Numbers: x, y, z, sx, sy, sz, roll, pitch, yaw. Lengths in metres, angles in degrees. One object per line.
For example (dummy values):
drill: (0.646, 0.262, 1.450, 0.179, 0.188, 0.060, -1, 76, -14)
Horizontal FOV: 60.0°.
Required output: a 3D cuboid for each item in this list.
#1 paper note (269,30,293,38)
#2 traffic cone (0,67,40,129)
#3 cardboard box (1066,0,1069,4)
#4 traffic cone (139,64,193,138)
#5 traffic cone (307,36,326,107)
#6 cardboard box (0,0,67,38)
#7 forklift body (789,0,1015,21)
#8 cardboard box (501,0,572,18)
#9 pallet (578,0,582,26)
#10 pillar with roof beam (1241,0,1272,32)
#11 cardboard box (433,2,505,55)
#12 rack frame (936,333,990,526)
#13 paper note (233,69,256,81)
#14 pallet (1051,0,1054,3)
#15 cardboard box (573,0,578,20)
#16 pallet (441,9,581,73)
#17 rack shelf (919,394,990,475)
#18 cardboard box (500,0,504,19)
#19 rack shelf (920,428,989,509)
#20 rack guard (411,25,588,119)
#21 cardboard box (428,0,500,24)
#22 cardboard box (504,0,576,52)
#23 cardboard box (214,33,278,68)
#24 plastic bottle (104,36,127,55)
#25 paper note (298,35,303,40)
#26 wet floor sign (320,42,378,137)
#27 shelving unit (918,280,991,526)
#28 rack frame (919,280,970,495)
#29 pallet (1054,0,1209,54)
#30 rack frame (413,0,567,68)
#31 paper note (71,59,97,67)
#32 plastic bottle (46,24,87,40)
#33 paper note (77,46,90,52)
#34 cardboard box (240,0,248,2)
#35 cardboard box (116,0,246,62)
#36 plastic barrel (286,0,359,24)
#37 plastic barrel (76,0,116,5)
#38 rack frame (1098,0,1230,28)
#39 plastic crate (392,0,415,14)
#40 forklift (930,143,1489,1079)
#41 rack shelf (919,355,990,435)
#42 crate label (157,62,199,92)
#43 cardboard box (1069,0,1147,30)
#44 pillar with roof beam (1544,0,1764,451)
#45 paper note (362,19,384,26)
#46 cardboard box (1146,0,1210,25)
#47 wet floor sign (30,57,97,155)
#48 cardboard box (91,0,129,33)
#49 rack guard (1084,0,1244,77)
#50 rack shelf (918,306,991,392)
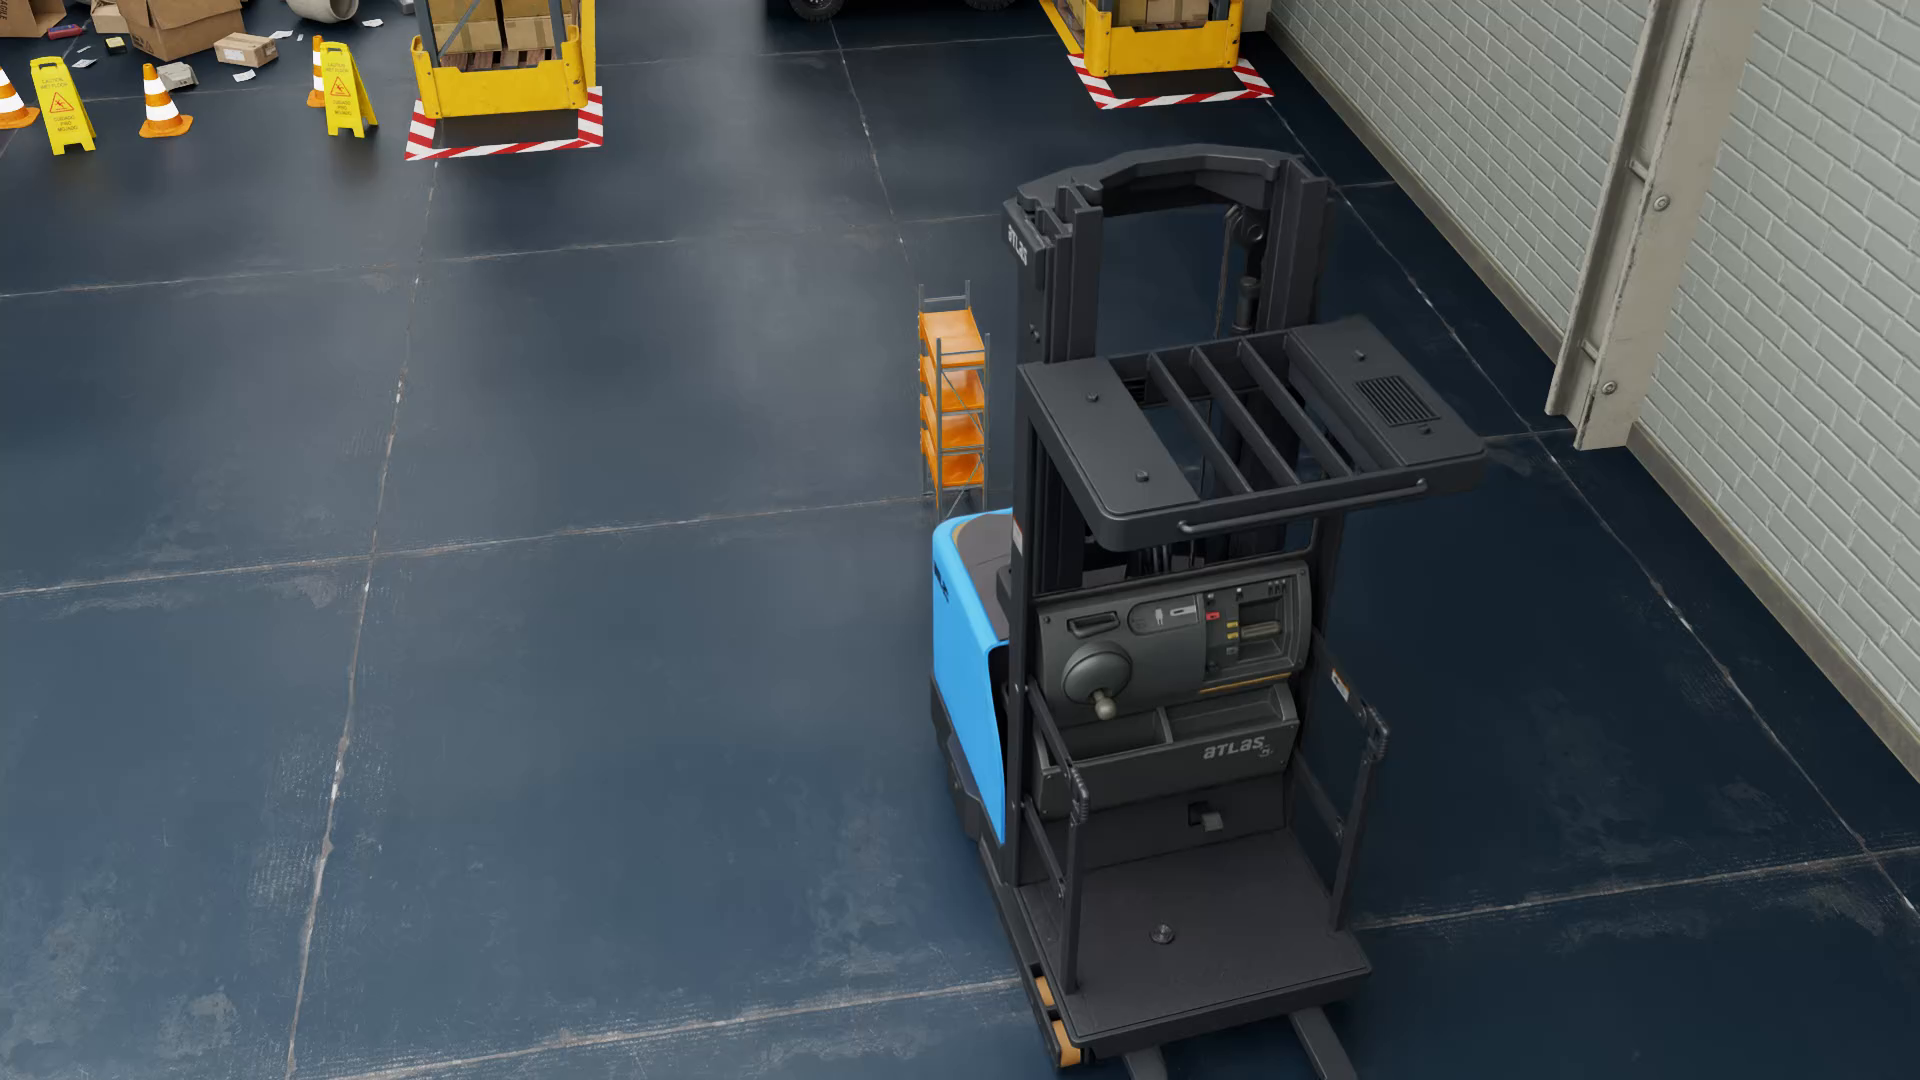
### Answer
paper note: (-5.461, -4.071, 13.375, 0.148, 0.019, 0.142, 6, 38, 8)
traffic cone: (-6.885, -3.241, 11.944, 0.336, 0.463, 0.334, -6, 38, -8)
cardboard box: (1.080, -4.530, 13.434, 0.500, 0.250, 0.500, -6, 38, -8)
traffic cone: (-5.713, -3.157, 11.836, 0.336, 0.463, 0.334, -6, 38, -8)
traffic cone: (-4.680, -3.481, 12.254, 0.336, 0.463, 0.334, -6, 38, -8)
cardboard box: (-7.609, -4.371, 13.367, 0.500, 0.500, 0.500, 0, 38, 0)
forklift body: (-0.577, -5.512, 13.492, 2.313, 2.155, 1.214, -6, 38, -8)
cardboard box: (-3.208, -4.270, 12.488, 0.500, 0.500, 0.500, -7, 38, -9)
pallet: (-3.666, -4.537, 13.818, 1.003, 0.211, 1.213, -6, 38, -8)
pillar with roof beam: (-1.921, -7.322, 10.240, 9.100, 9.000, 0.400, -6, 38, -8)
cardboard box: (-3.745, -3.916, 12.645, 0.500, 0.250, 0.500, -6, 38, -8)
rack frame: (0.014, -0.426, 7.721, 0.240, 1.200, 0.015, -6, 38, -8)
paper note: (-5.460, -3.547, 12.690, 0.148, 0.019, 0.142, -20, 42, -23)
pallet: (1.166, -4.990, 14.401, 1.003, 0.211, 1.213, -6, 38, -8)
cardboard box: (-3.286, -4.268, 13.098, 0.500, 0.250, 0.500, -5, 38, -6)
pallet: (-3.455, -3.801, 12.871, 1.003, 0.211, 1.213, -6, 38, -8)
rack shelf: (-0.029, -0.521, 7.952, 0.258, 0.148, 0.480, -6, 38, -8)
cardboard box: (-3.824, -4.215, 13.030, 0.500, 0.250, 0.500, -6, 38, -8)
rack shelf: (-0.029, -0.364, 8.074, 0.258, 0.148, 0.480, -6, 38, -8)
rack guard: (-3.348, -3.421, 12.146, 1.175, 0.500, 0.348, -6, 38, -8)
cardboard box: (-3.732, -4.194, 12.391, 0.500, 0.500, 0.500, -6, 38, -8)
cardboard box: (-3.204, -3.959, 12.700, 0.500, 0.250, 0.500, -7, 38, -8)
cardboard box: (-5.553, -3.810, 12.933, 0.380, 0.149, 0.250, 13, 40, 16)
plastic bottle: (-6.679, -3.916, 13.141, 0.133, 0.061, 0.283, -20, 42, -23)
paper note: (-5.286, -4.028, 13.326, 0.032, 0.001, 0.123, -6, 38, -8)
wet floor sign: (-4.355, -3.203, 11.746, 0.267, 0.644, 0.232, 6, 38, 8)
shelving unit: (-0.029, -0.574, 7.911, 0.258, 1.200, 0.503, -6, 38, -8)
rack frame: (-0.072, -0.721, 8.100, 0.240, 1.200, 0.015, -6, 38, -8)
pallet: (1.376, -4.255, 13.454, 1.003, 0.211, 1.213, -6, 38, -8)
rack frame: (-3.334, -4.362, 11.320, 1.000, 3.000, 0.127, -6, 38, -8)
paper note: (-6.786, -3.700, 12.889, 0.144, 0.017, 0.142, 6, 38, 8)
plastic bottle: (-7.175, -4.090, 13.365, 0.283, 0.061, 0.133, -20, 42, -23)
paper note: (-6.918, -3.874, 13.129, 0.032, 0.001, 0.123, 13, 40, 16)
cardboard box: (-6.307, -4.783, 13.785, 0.797, 0.637, 0.503, -6, 38, -8)
cardboard box: (-6.135, -4.165, 13.101, 0.637, 0.503, 0.797, 27, 45, 30)
plastic barrel: (-5.187, -4.430, 13.507, 0.512, 0.421, 0.421, 19, 42, 23)
plastic barrel: (-7.182, -4.647, 13.787, 0.512, 0.421, 0.421, 19, 42, 23)
rack frame: (1.552, -4.898, 12.010, 1.000, 3.000, 0.127, -6, 38, -8)
plastic crate: (-4.568, -4.589, 13.991, 0.402, 0.080, 0.583, -20, 42, -23)
forklift: (0.766, 0.402, 5.243, 1.130, 2.935, 3.031, -10, 39, -12)
rack shelf: (-0.029, -0.697, 7.815, 0.258, 0.148, 0.480, -6, 38, -8)
crate label: (-5.912, -3.496, 12.539, 0.250, 0.136, 0.298, -27, 45, -31)
cardboard box: (1.158, -4.228, 13.046, 0.500, 0.250, 0.500, -6, 38, -8)
pillar with roof beam: (-0.869, -3.698, 5.575, 9.100, 9.000, 0.400, -6, 38, -8)
paper note: (-4.787, -4.222, 13.559, 0.142, 0.019, 0.148, -20, 42, -23)
cardboard box: (1.658, -4.296, 13.134, 0.500, 0.250, 0.500, -6, 38, -8)
wet floor sign: (-6.236, -3.035, 11.530, 0.267, 0.644, 0.232, -13, 40, -16)
cardboard box: (-6.777, -4.265, 13.423, 0.396, 0.266, 0.258, 0, 38, 0)
rack guard: (1.556, -3.897, 12.758, 1.175, 0.500, 0.348, -6, 38, -8)
rack shelf: (-0.029, -0.884, 7.669, 0.258, 0.148, 0.480, -6, 38, -8)
